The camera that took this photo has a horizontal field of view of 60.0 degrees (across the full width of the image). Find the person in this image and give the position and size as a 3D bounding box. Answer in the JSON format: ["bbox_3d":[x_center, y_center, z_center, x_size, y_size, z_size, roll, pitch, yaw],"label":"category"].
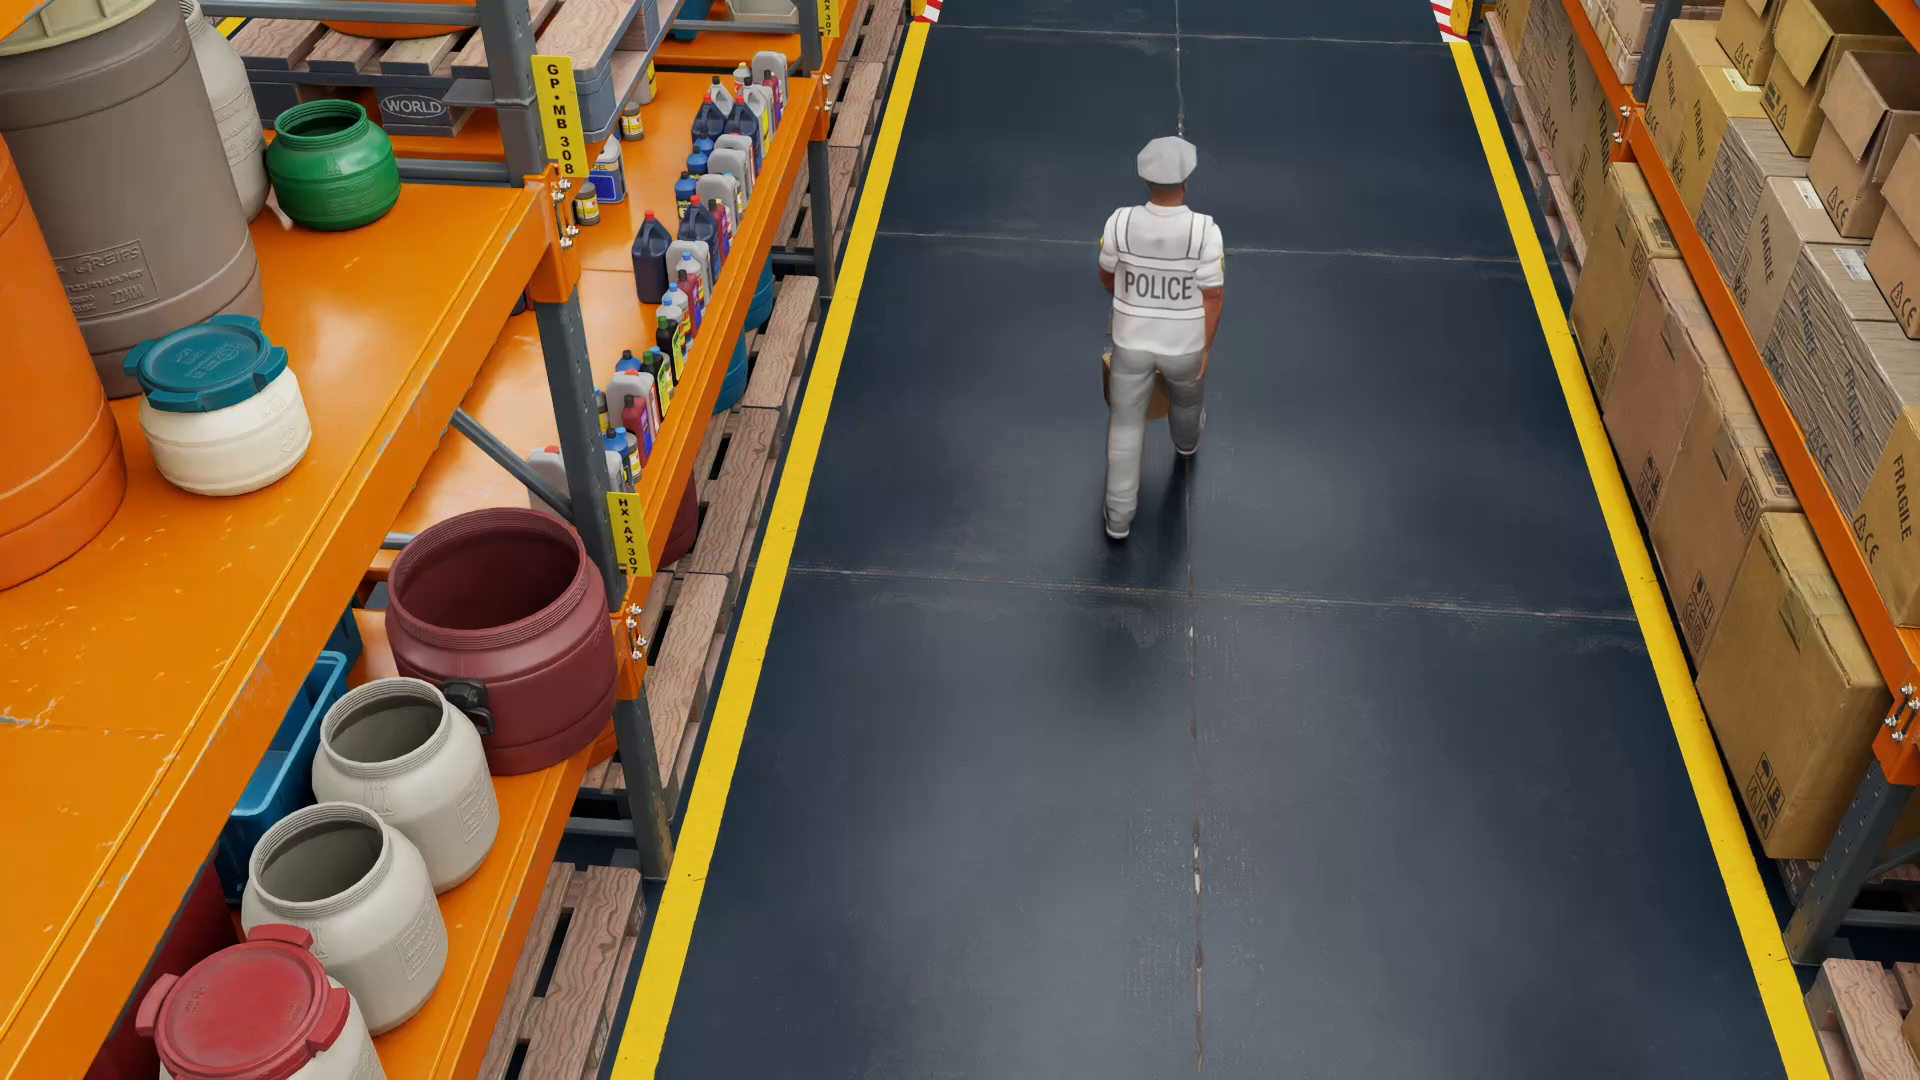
[{"bbox_3d":[0.866,-0.953,7.284,0.549,1.716,1.011,7,40,9],"label":"person"}]
